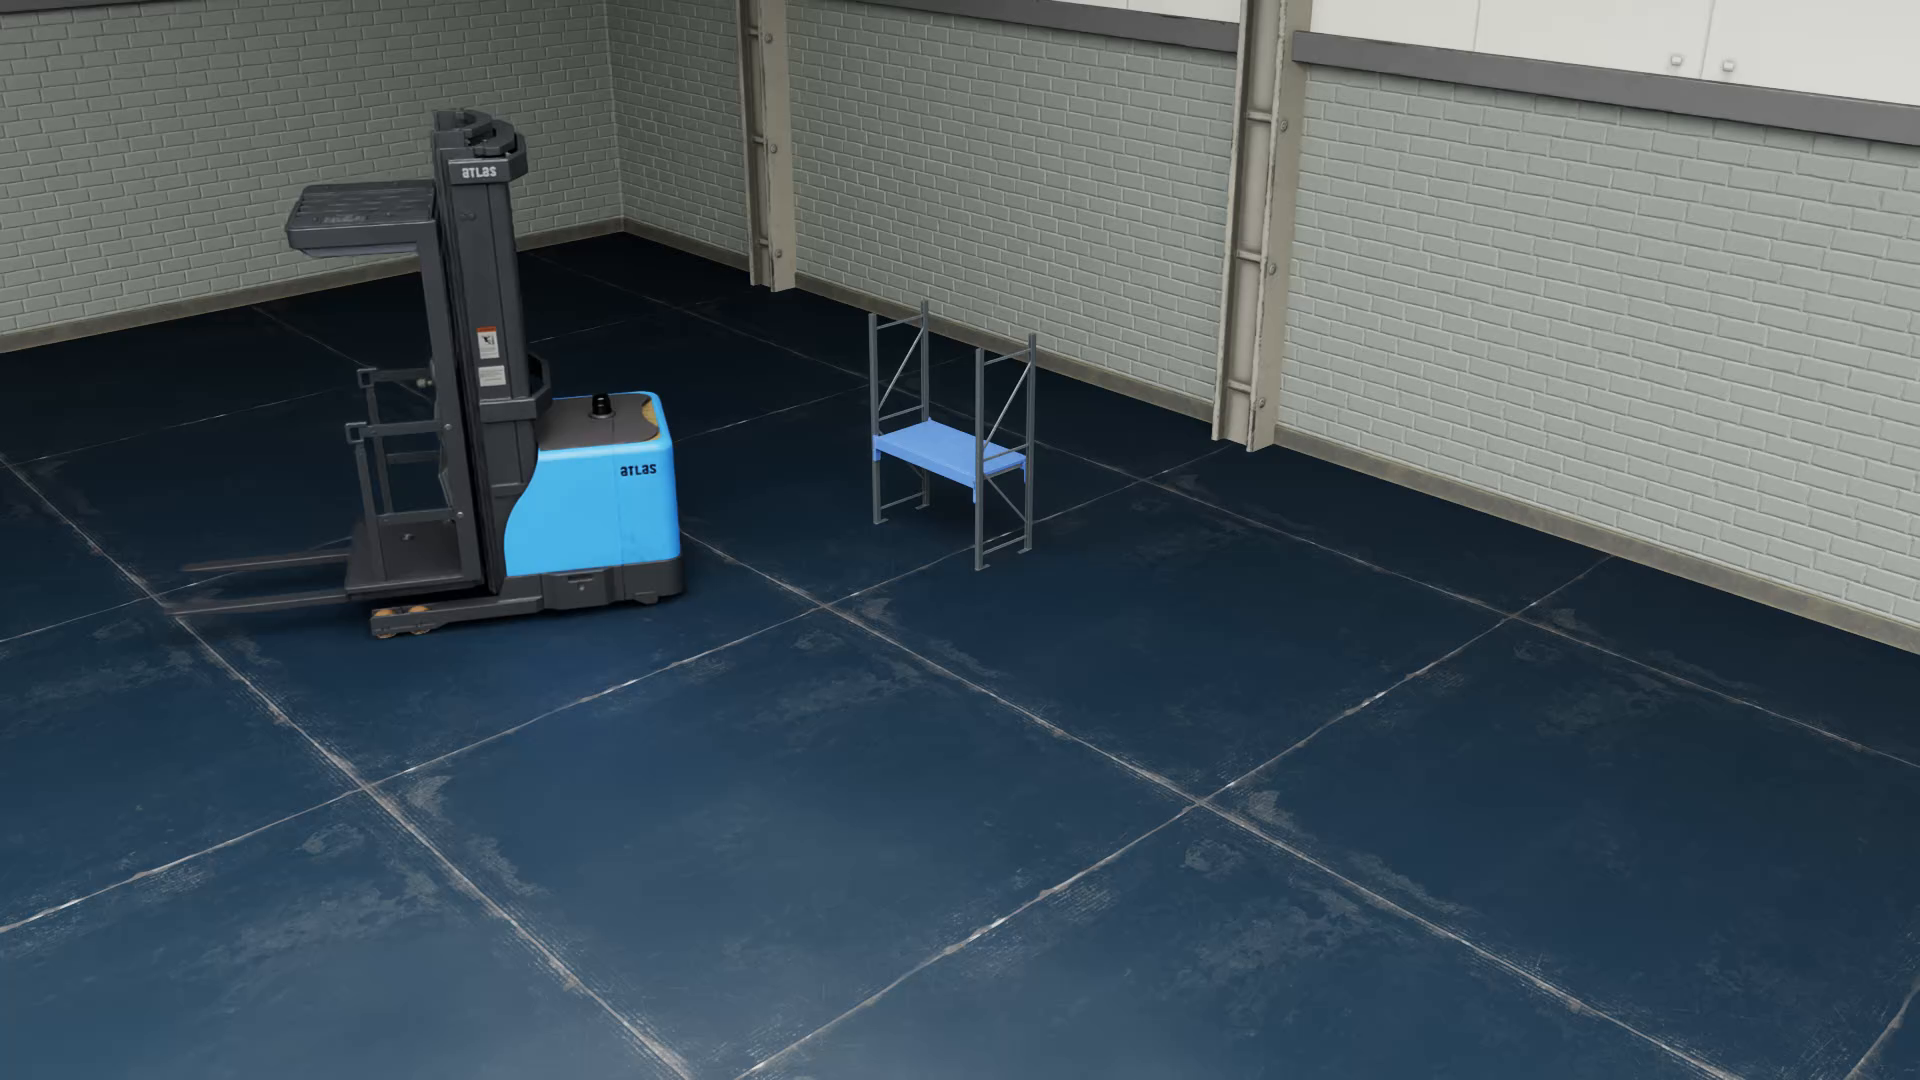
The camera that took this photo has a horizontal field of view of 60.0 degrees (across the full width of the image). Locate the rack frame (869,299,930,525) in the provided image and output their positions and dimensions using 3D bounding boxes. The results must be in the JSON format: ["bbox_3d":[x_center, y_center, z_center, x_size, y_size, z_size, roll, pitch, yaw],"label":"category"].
[{"bbox_3d":[-0.406,-0.862,11.333,0.500,1.500,0.032,-21,32,-38],"label":"rack frame"}]

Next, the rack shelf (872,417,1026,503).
[{"bbox_3d":[-0.058,-0.545,11.070,0.538,0.185,1.000,-21,32,-38],"label":"rack shelf"}]

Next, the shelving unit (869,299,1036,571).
[{"bbox_3d":[-0.058,-0.708,10.995,0.538,1.500,1.048,-21,32,-38],"label":"shelving unit"}]

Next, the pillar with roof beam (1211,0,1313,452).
[{"bbox_3d":[-0.936,-3.647,8.402,9.100,9.000,0.400,-21,32,-38],"label":"pillar with roof beam"}]

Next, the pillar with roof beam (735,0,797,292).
[{"bbox_3d":[-5.037,-5.465,12.387,9.100,9.000,0.400,-21,32,-38],"label":"pillar with roof beam"}]

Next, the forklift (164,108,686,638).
[{"bbox_3d":[-3.294,-0.989,9.886,3.031,2.935,1.130,-6,25,-13],"label":"forklift"}]

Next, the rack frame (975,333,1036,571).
[{"bbox_3d":[0.289,-0.554,10.658,0.500,1.500,0.032,-21,32,-38],"label":"rack frame"}]
